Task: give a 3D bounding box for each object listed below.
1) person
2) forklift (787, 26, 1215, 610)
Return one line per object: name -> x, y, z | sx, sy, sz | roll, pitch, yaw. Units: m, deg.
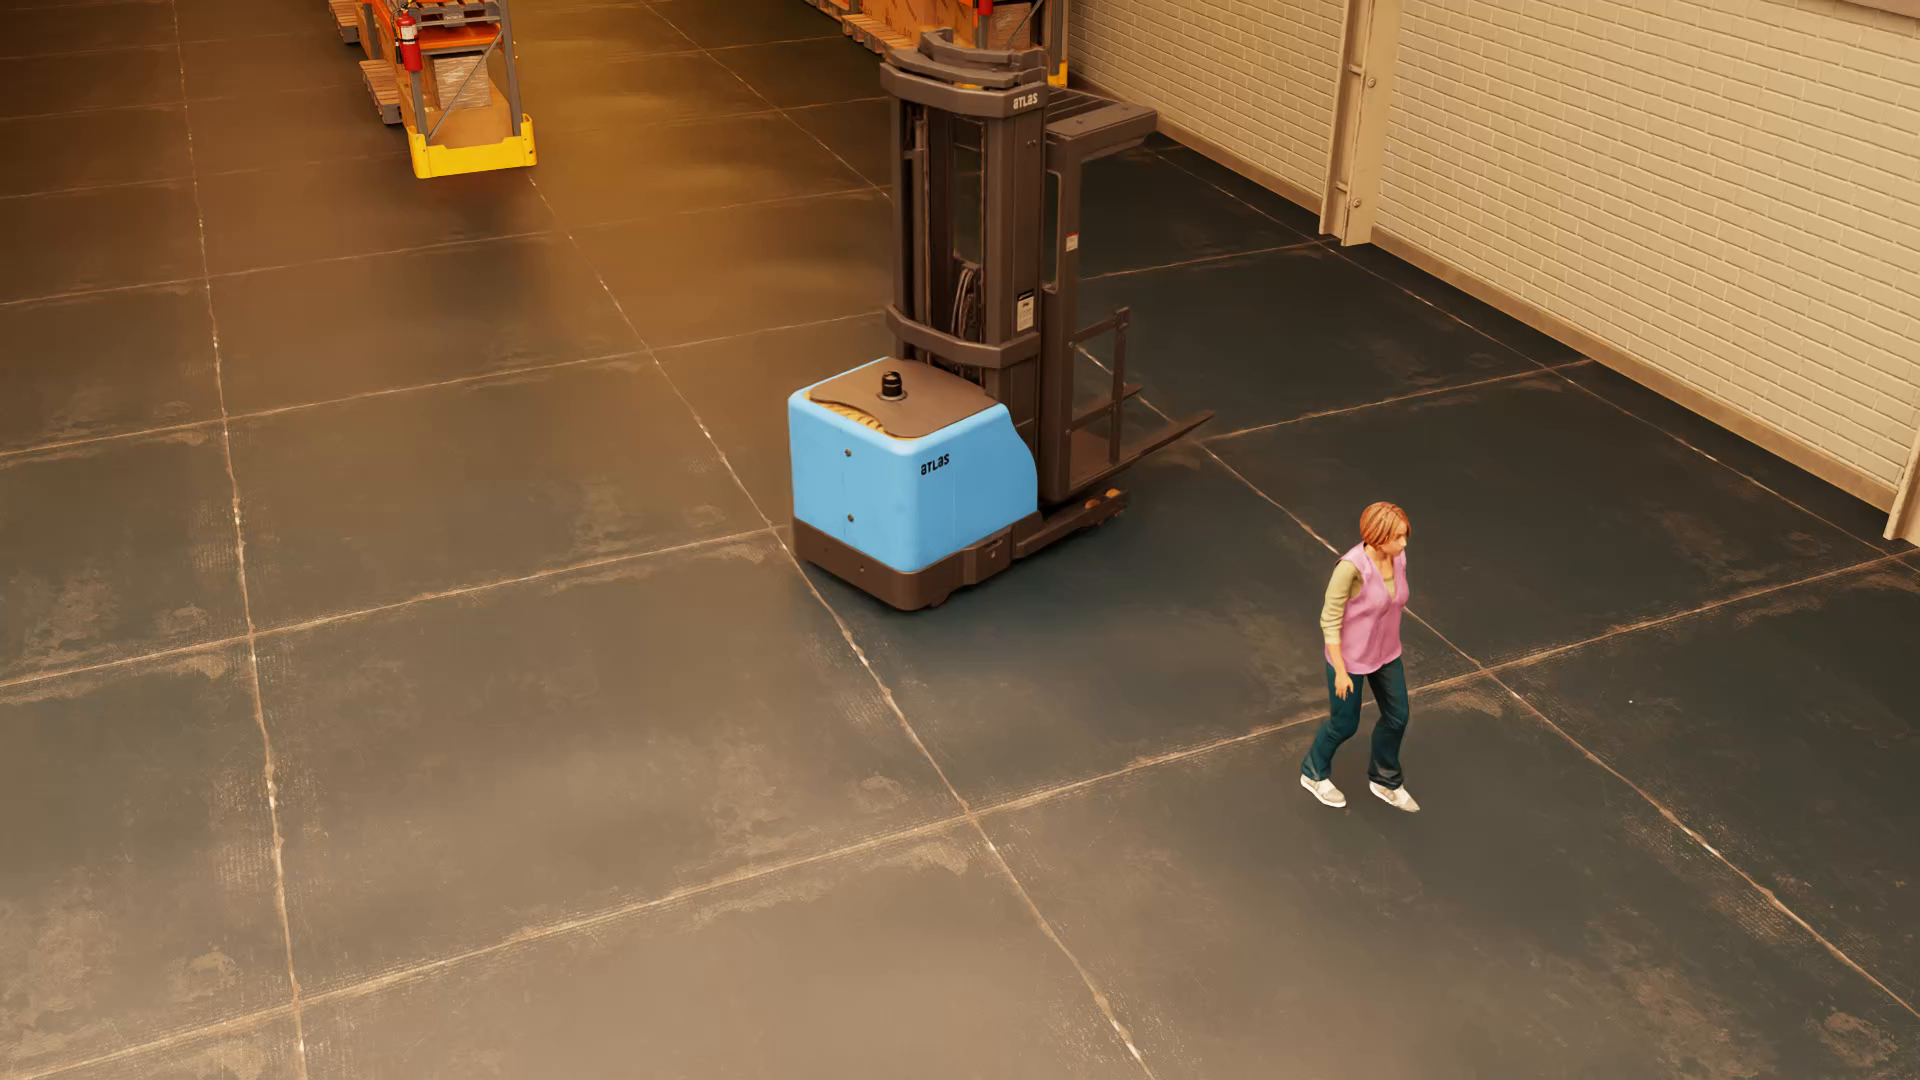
person -> 1.851, 0.565, 7.530 | 0.497, 1.625, 0.499 | -19, 35, -29
forklift -> 0.405, -1.513, 9.767 | 1.130, 2.935, 3.031 | 26, 39, 38
